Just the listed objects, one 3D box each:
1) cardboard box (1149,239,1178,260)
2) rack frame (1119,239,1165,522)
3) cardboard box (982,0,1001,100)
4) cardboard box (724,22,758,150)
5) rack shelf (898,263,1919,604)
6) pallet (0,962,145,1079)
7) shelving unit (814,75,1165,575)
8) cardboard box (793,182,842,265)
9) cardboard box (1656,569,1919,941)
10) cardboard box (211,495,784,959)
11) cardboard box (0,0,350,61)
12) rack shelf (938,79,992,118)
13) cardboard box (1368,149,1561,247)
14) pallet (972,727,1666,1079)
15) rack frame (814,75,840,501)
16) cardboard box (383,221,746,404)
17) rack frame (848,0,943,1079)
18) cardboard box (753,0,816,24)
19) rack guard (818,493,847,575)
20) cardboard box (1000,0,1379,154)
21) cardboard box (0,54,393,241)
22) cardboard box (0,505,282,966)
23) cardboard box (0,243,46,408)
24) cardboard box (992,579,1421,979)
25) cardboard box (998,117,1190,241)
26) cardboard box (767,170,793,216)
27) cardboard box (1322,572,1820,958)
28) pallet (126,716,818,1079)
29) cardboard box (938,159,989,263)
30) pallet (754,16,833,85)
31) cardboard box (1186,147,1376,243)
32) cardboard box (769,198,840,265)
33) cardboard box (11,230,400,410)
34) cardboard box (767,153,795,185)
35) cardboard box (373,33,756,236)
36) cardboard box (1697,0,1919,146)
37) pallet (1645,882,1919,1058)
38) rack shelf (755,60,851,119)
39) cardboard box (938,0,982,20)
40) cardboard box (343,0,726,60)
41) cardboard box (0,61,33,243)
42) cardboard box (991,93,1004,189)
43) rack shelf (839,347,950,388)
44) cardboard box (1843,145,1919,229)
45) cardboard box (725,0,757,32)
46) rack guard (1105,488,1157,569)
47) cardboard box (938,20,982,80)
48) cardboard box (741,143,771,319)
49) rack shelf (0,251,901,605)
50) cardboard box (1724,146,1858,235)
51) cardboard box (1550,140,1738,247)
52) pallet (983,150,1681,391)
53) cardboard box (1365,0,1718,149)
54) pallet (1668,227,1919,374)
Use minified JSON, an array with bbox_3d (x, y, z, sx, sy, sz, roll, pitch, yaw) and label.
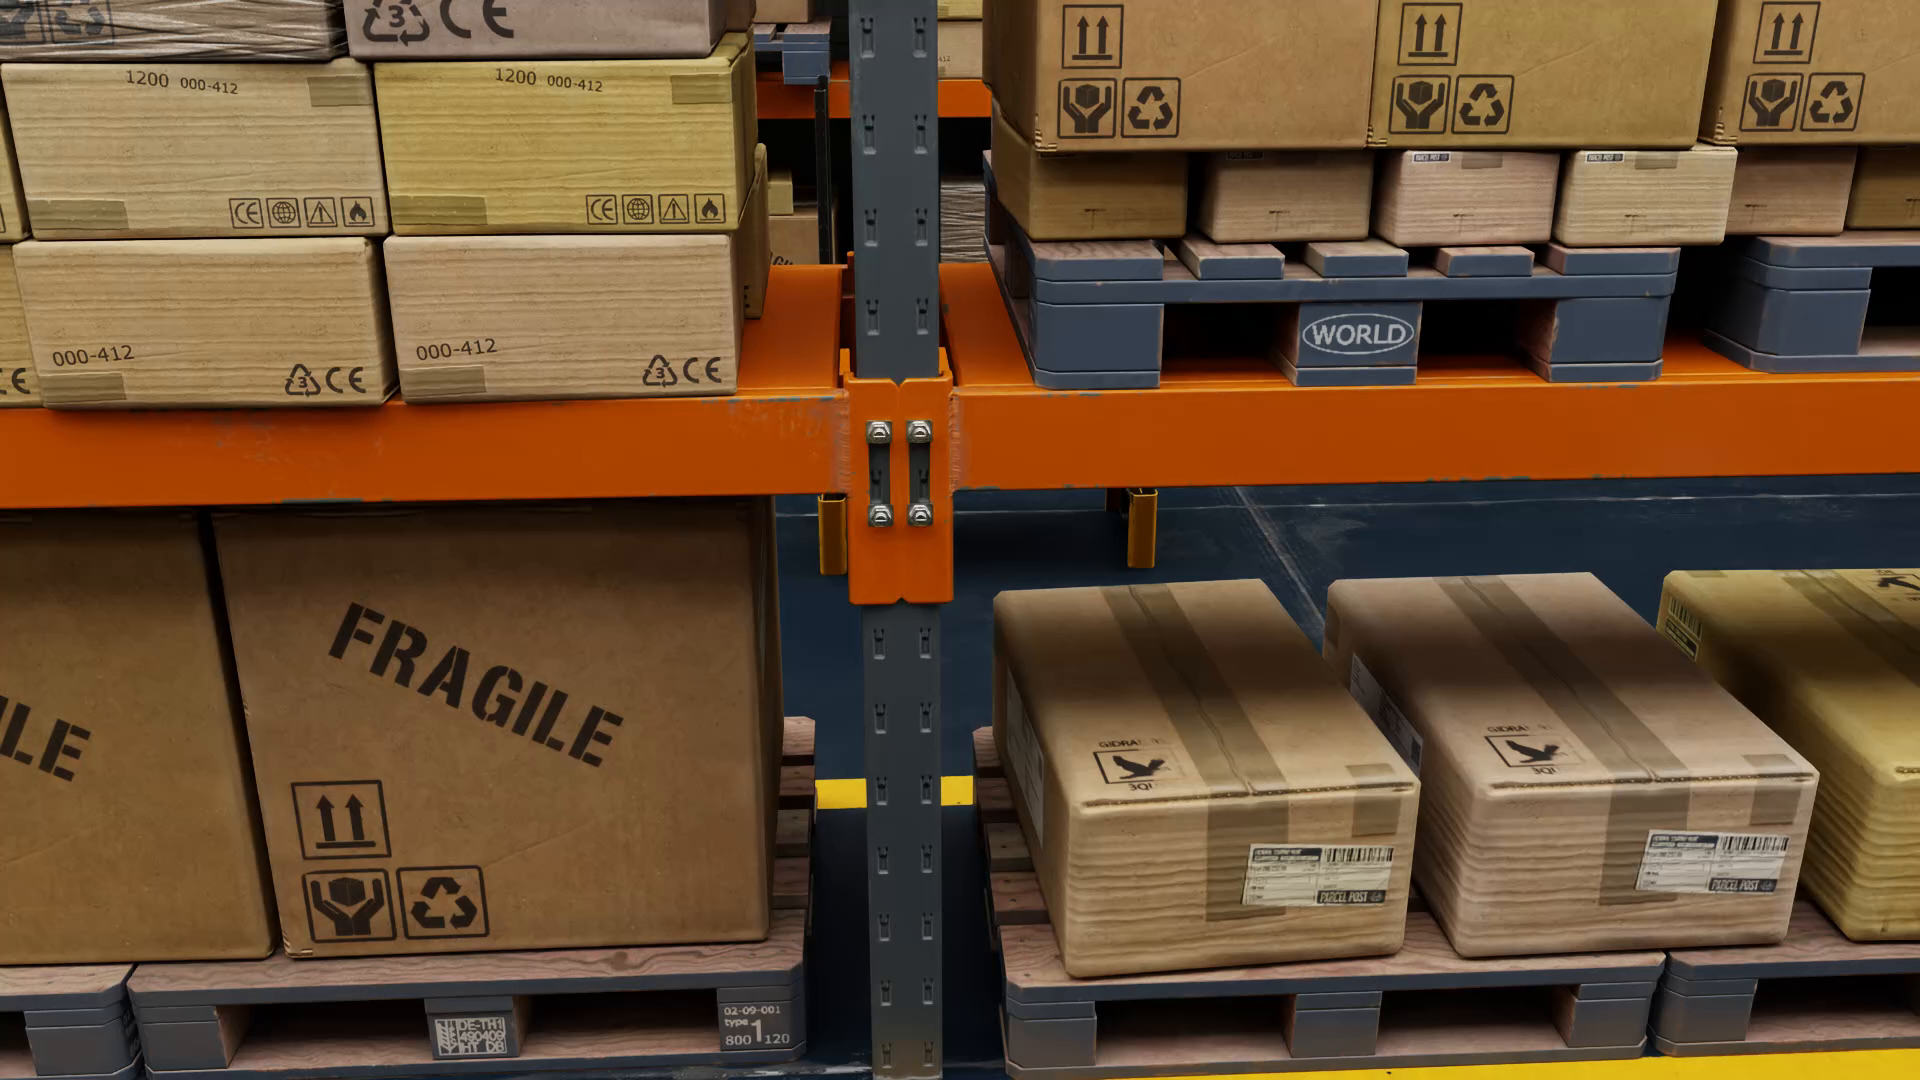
[{"bbox_3d":[0.865,-1.462,7.992,0.625,0.625,0.875,0,21,-1],"label":"cardboard box"},{"bbox_3d":[0.593,-0.713,5.386,0.032,1.500,0.500,-1,21,-3],"label":"rack frame"},{"bbox_3d":[0.315,-1.078,3.089,0.500,0.500,0.500,-2,21,-5],"label":"cardboard box"},{"bbox_3d":[-0.643,-0.829,3.092,0.500,0.250,0.500,-1,21,-3],"label":"cardboard box"},{"bbox_3d":[1.874,-0.293,3.185,4.000,0.370,1.077,-1,21,-3],"label":"rack shelf"},{"bbox_3d":[-2.130,0.728,3.413,1.213,0.211,1.003,-1,21,-3],"label":"pallet"},{"bbox_3d":[0.076,-0.702,5.358,1.083,1.500,0.587,-1,21,-3],"label":"shelving unit"},{"bbox_3d":[-0.847,-1.471,8.191,0.500,0.500,0.500,0,21,-1],"label":"cardboard box"},{"bbox_3d":[1.935,0.404,3.446,0.625,0.372,0.950,0,21,-1],"label":"cardboard box"},{"bbox_3d":[-0.817,0.193,3.295,0.875,0.875,0.875,-1,21,-4],"label":"cardboard box"},{"bbox_3d":[-1.136,-0.986,2.448,0.500,0.500,0.500,-1,21,-2],"label":"cardboard box"},{"bbox_3d":[1.587,-2.056,7.817,4.000,0.370,1.077,-1,21,-3],"label":"rack shelf"},{"bbox_3d":[0.772,-0.591,2.720,0.250,0.149,0.380,-3,21,-7],"label":"cardboard box"},{"bbox_3d":[0.657,0.699,3.487,1.213,0.211,1.003,-1,21,-3],"label":"pallet"},{"bbox_3d":[-0.422,-0.692,5.332,0.032,1.500,0.500,-1,21,-3],"label":"rack frame"},{"bbox_3d":[-0.613,-0.416,2.708,0.500,0.250,0.500,-2,21,-5],"label":"cardboard box"},{"bbox_3d":[-0.123,-0.588,2.951,0.127,3.000,1.000,-1,21,-3],"label":"rack frame"},{"bbox_3d":[-0.933,-2.640,7.608,0.500,0.500,0.500,0,21,-1],"label":"cardboard box"},{"bbox_3d":[-0.421,-0.108,5.554,0.087,0.250,0.587,-1,21,-3],"label":"rack guard"},{"bbox_3d":[0.339,-0.897,2.613,0.500,0.500,0.500,-2,21,-5],"label":"cardboard box"},{"bbox_3d":[-1.104,-0.640,2.595,0.500,0.250,0.500,-2,21,-4],"label":"cardboard box"},{"bbox_3d":[-1.708,0.209,3.251,0.875,0.875,0.875,-1,21,-2],"label":"cardboard box"},{"bbox_3d":[-1.626,-0.395,2.654,0.500,0.250,0.500,-1,21,-4],"label":"cardboard box"},{"bbox_3d":[0.442,0.435,3.364,0.625,0.372,0.950,-3,21,-7],"label":"cardboard box"},{"bbox_3d":[0.212,-0.608,2.765,0.250,0.149,0.380,-2,21,-6],"label":"cardboard box"},{"bbox_3d":[-0.889,-1.583,7.574,0.250,0.149,0.380,-2,21,-6],"label":"cardboard box"},{"bbox_3d":[1.178,0.418,3.411,0.625,0.372,0.950,-2,21,-4],"label":"cardboard box"},{"bbox_3d":[-0.914,0.704,3.475,1.213,0.211,1.003,-1,21,-3],"label":"pallet"},{"bbox_3d":[0.213,-1.446,7.950,0.625,0.625,0.875,-1,21,-1],"label":"cardboard box"},{"bbox_3d":[-1.083,-2.223,7.514,1.003,0.211,1.213,-1,21,-3],"label":"pallet"},{"bbox_3d":[0.496,-0.602,2.748,0.250,0.149,0.380,-2,21,-6],"label":"cardboard box"},{"bbox_3d":[-0.820,-1.295,7.729,0.500,0.500,0.500,-1,21,-1],"label":"cardboard box"},{"bbox_3d":[-1.122,-0.400,2.666,0.500,0.250,0.500,-1,21,-2],"label":"cardboard box"},{"bbox_3d":[-0.949,-1.783,8.099,0.250,0.149,0.380,0,21,0],"label":"cardboard box"},{"bbox_3d":[-0.592,-0.652,2.626,0.500,0.250,0.500,-1,21,-3],"label":"cardboard box"},{"bbox_3d":[1.389,-0.924,2.682,0.500,0.500,0.500,-1,21,-2],"label":"cardboard box"},{"bbox_3d":[1.872,0.676,3.549,1.213,0.211,1.003,-1,21,-3],"label":"pallet"},{"bbox_3d":[-2.407,-1.975,7.603,4.000,0.370,1.077,-1,21,-3],"label":"rack shelf"},{"bbox_3d":[0.048,-2.428,7.292,0.500,0.250,0.500,-1,21,-3],"label":"cardboard box"},{"bbox_3d":[-0.624,-0.999,2.483,0.500,0.500,0.500,-2,21,-5],"label":"cardboard box"},{"bbox_3d":[-1.614,-0.622,2.548,0.500,0.250,0.500,-2,21,-4],"label":"cardboard box"},{"bbox_3d":[0.191,-0.757,3.158,0.250,0.149,0.380,0,21,-1],"label":"cardboard box"},{"bbox_3d":[0.085,-0.535,5.423,1.000,0.185,0.538,-1,21,-3],"label":"rack shelf"},{"bbox_3d":[1.564,-0.641,2.852,0.250,0.149,0.380,0,21,-1],"label":"cardboard box"},{"bbox_3d":[-0.629,-1.179,2.957,0.500,0.500,0.500,-2,21,-5],"label":"cardboard box"},{"bbox_3d":[0.573,-0.128,5.607,0.087,0.250,0.587,-1,21,-3],"label":"rack guard"},{"bbox_3d":[0.047,-2.204,7.404,0.500,0.250,0.500,-1,21,-3],"label":"cardboard box"},{"bbox_3d":[-0.626,-0.598,3.186,0.500,0.250,0.500,-2,21,-4],"label":"cardboard box"},{"bbox_3d":[-2.120,-0.212,2.972,4.000,0.370,1.077,-1,21,-3],"label":"rack shelf"},{"bbox_3d":[1.284,-0.622,2.801,0.250,0.149,0.380,0,21,0],"label":"cardboard box"},{"bbox_3d":[1.048,-0.589,2.715,0.250,0.149,0.380,-1,21,-3],"label":"cardboard box"},{"bbox_3d":[0.582,-0.551,3.122,1.003,0.211,1.213,-1,21,-3],"label":"pallet"},{"bbox_3d":[0.859,-0.910,2.648,0.500,0.500,0.500,0,21,0],"label":"cardboard box"},{"bbox_3d":[1.851,-0.554,3.129,1.213,0.211,1.003,-1,21,-3],"label":"pallet"}]
